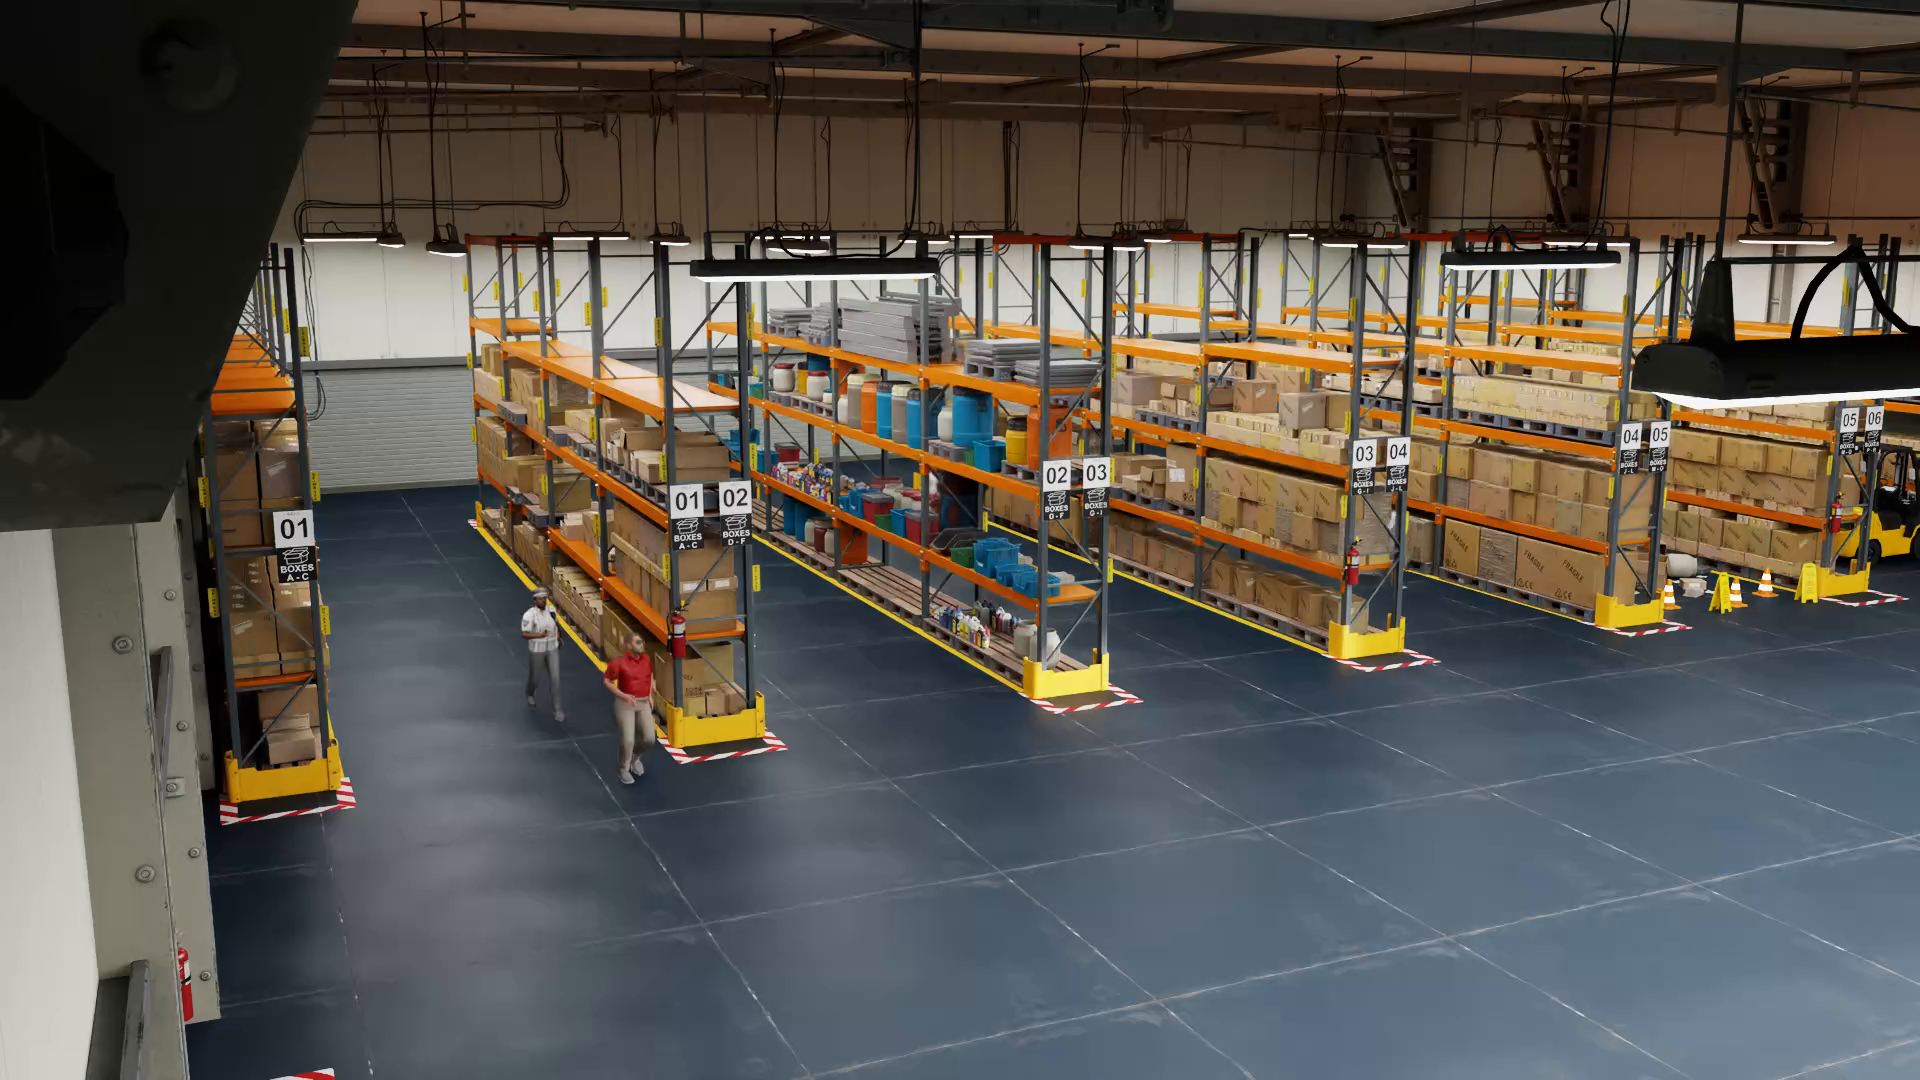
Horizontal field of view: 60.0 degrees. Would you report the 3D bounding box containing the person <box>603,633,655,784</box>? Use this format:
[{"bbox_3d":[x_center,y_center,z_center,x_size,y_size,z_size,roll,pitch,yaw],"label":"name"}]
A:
[{"bbox_3d":[-3.725,1.902,19.009,0.684,1.668,0.534,-8,14,-37],"label":"person"}]

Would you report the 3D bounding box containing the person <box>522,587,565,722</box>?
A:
[{"bbox_3d":[-5.332,1.413,21.286,0.575,1.685,0.938,-7,13,-32],"label":"person"}]

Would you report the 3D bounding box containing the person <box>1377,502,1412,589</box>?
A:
[{"bbox_3d":[7.525,0.054,28.820,0.518,1.554,0.595,-9,14,-38],"label":"person"}]

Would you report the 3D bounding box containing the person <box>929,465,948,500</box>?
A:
[{"bbox_3d":[-0.419,-0.724,32.326,0.677,1.742,0.896,-7,13,-32],"label":"person"}]
